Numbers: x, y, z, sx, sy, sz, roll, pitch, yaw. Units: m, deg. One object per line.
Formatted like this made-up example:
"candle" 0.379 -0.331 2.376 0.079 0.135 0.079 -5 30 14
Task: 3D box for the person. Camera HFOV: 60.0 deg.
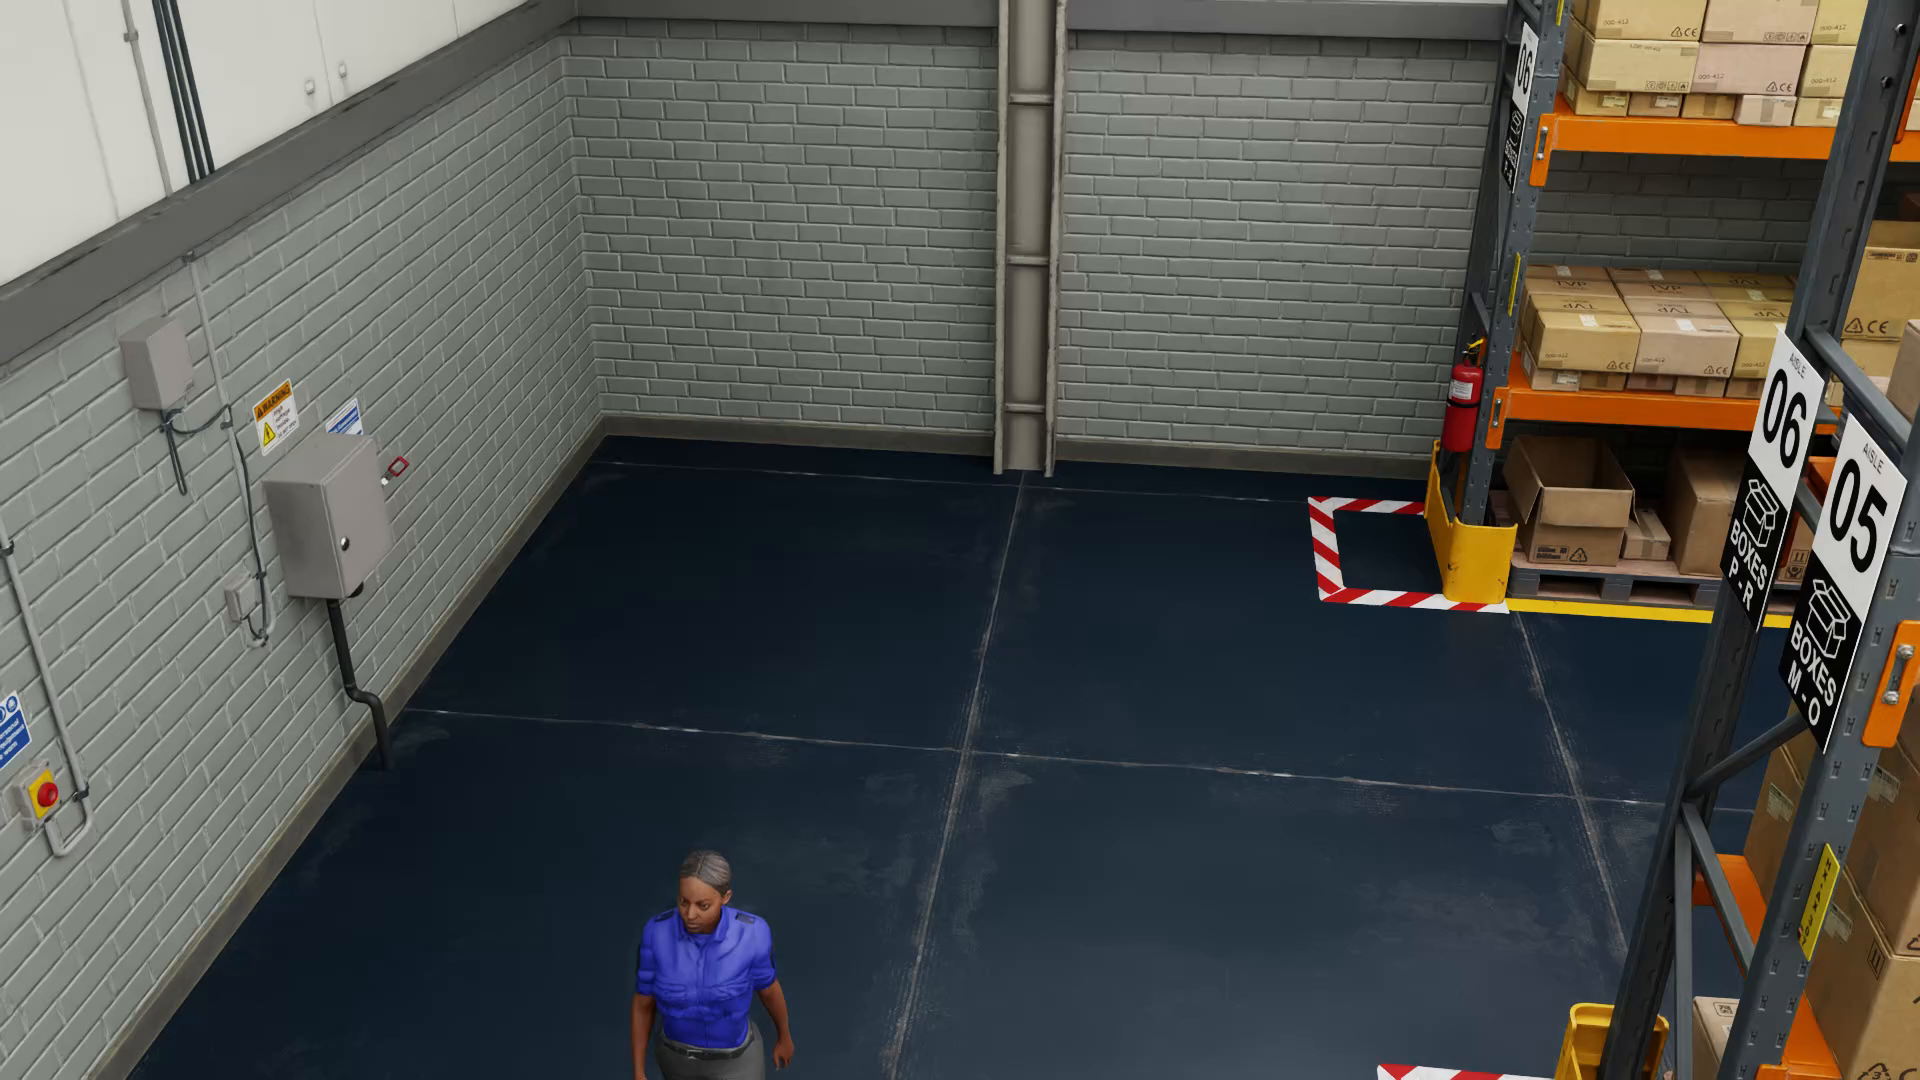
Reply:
"person" -0.832 1.728 5.429 0.482 1.598 0.964 3 29 6
